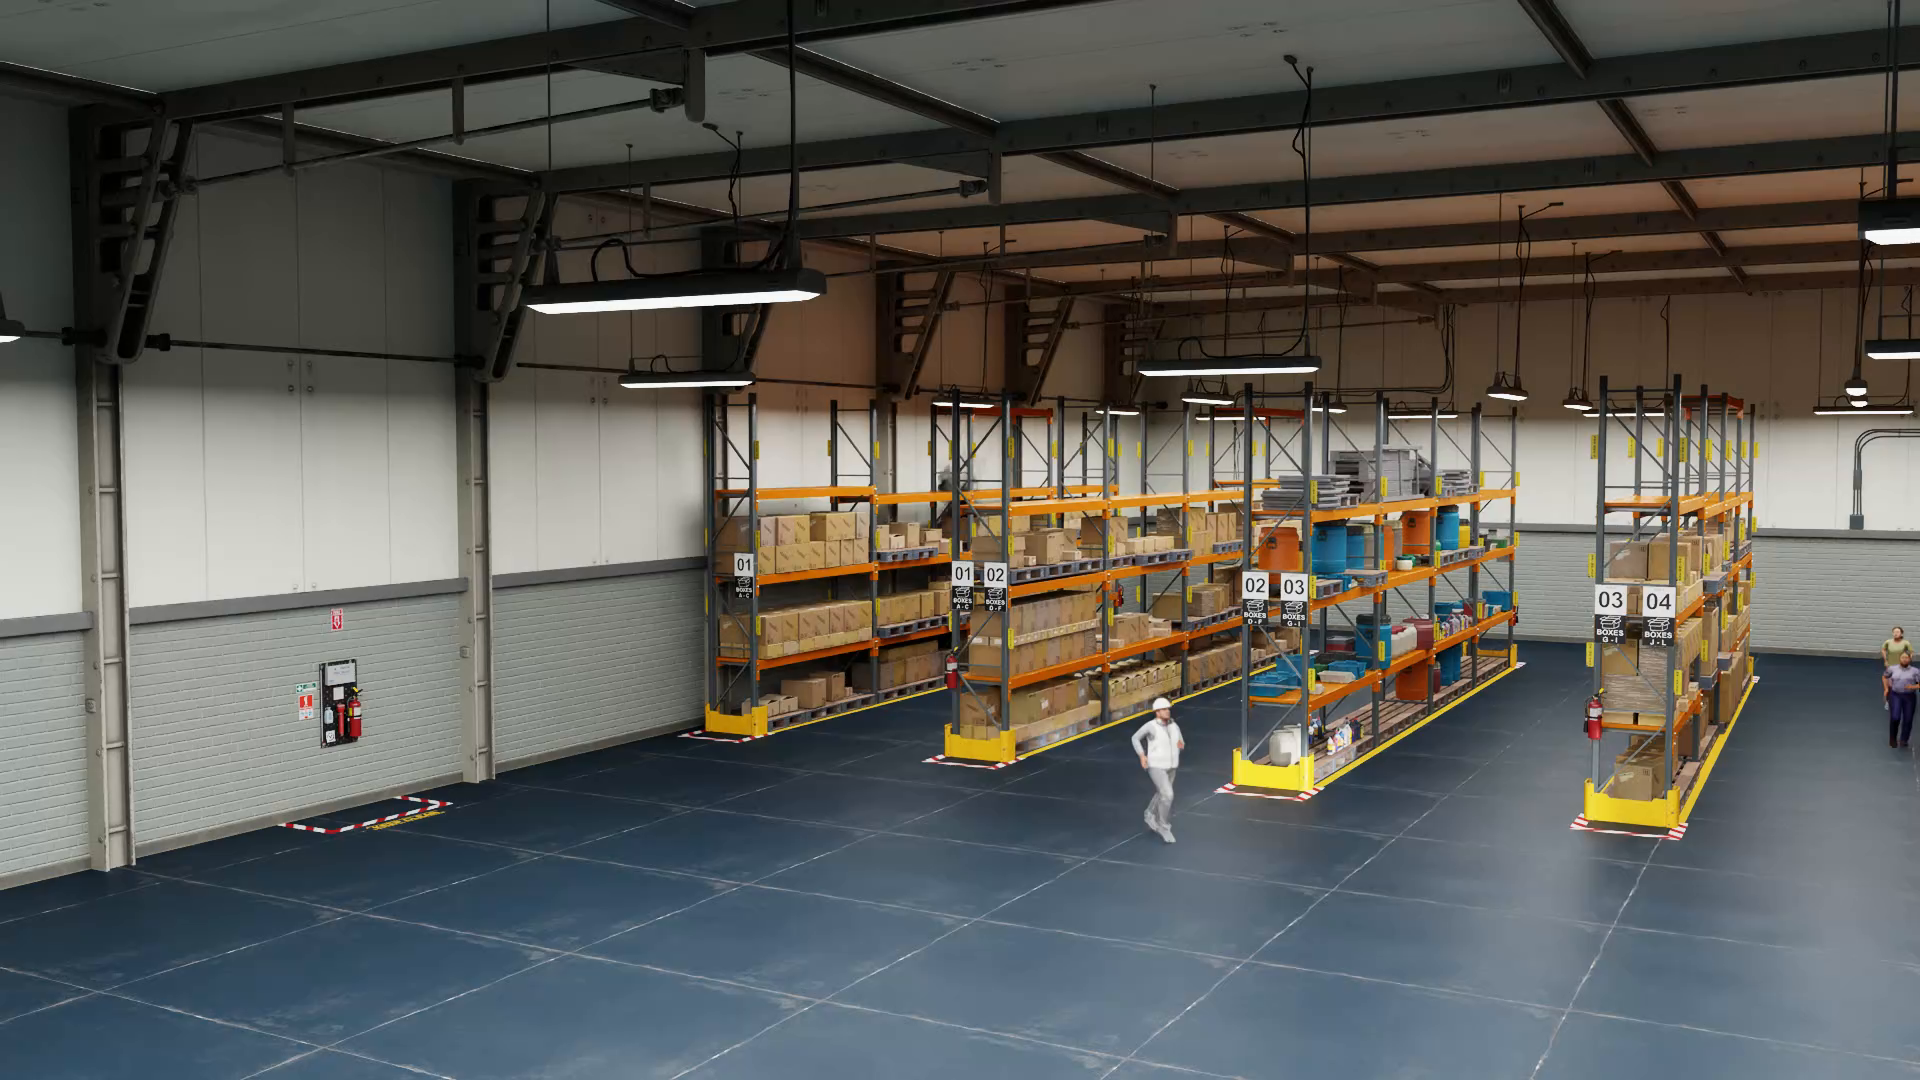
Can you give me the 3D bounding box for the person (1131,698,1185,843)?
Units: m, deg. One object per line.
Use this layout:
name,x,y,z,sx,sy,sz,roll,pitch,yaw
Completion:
person,2.606,2.953,21.489,0.630,1.831,0.776,-2,4,-36

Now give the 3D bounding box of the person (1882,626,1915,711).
person,17.845,2.462,31.659,0.557,1.634,0.604,2,4,31

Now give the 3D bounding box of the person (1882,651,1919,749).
person,15.763,2.685,27.806,0.586,1.640,0.653,1,3,25
